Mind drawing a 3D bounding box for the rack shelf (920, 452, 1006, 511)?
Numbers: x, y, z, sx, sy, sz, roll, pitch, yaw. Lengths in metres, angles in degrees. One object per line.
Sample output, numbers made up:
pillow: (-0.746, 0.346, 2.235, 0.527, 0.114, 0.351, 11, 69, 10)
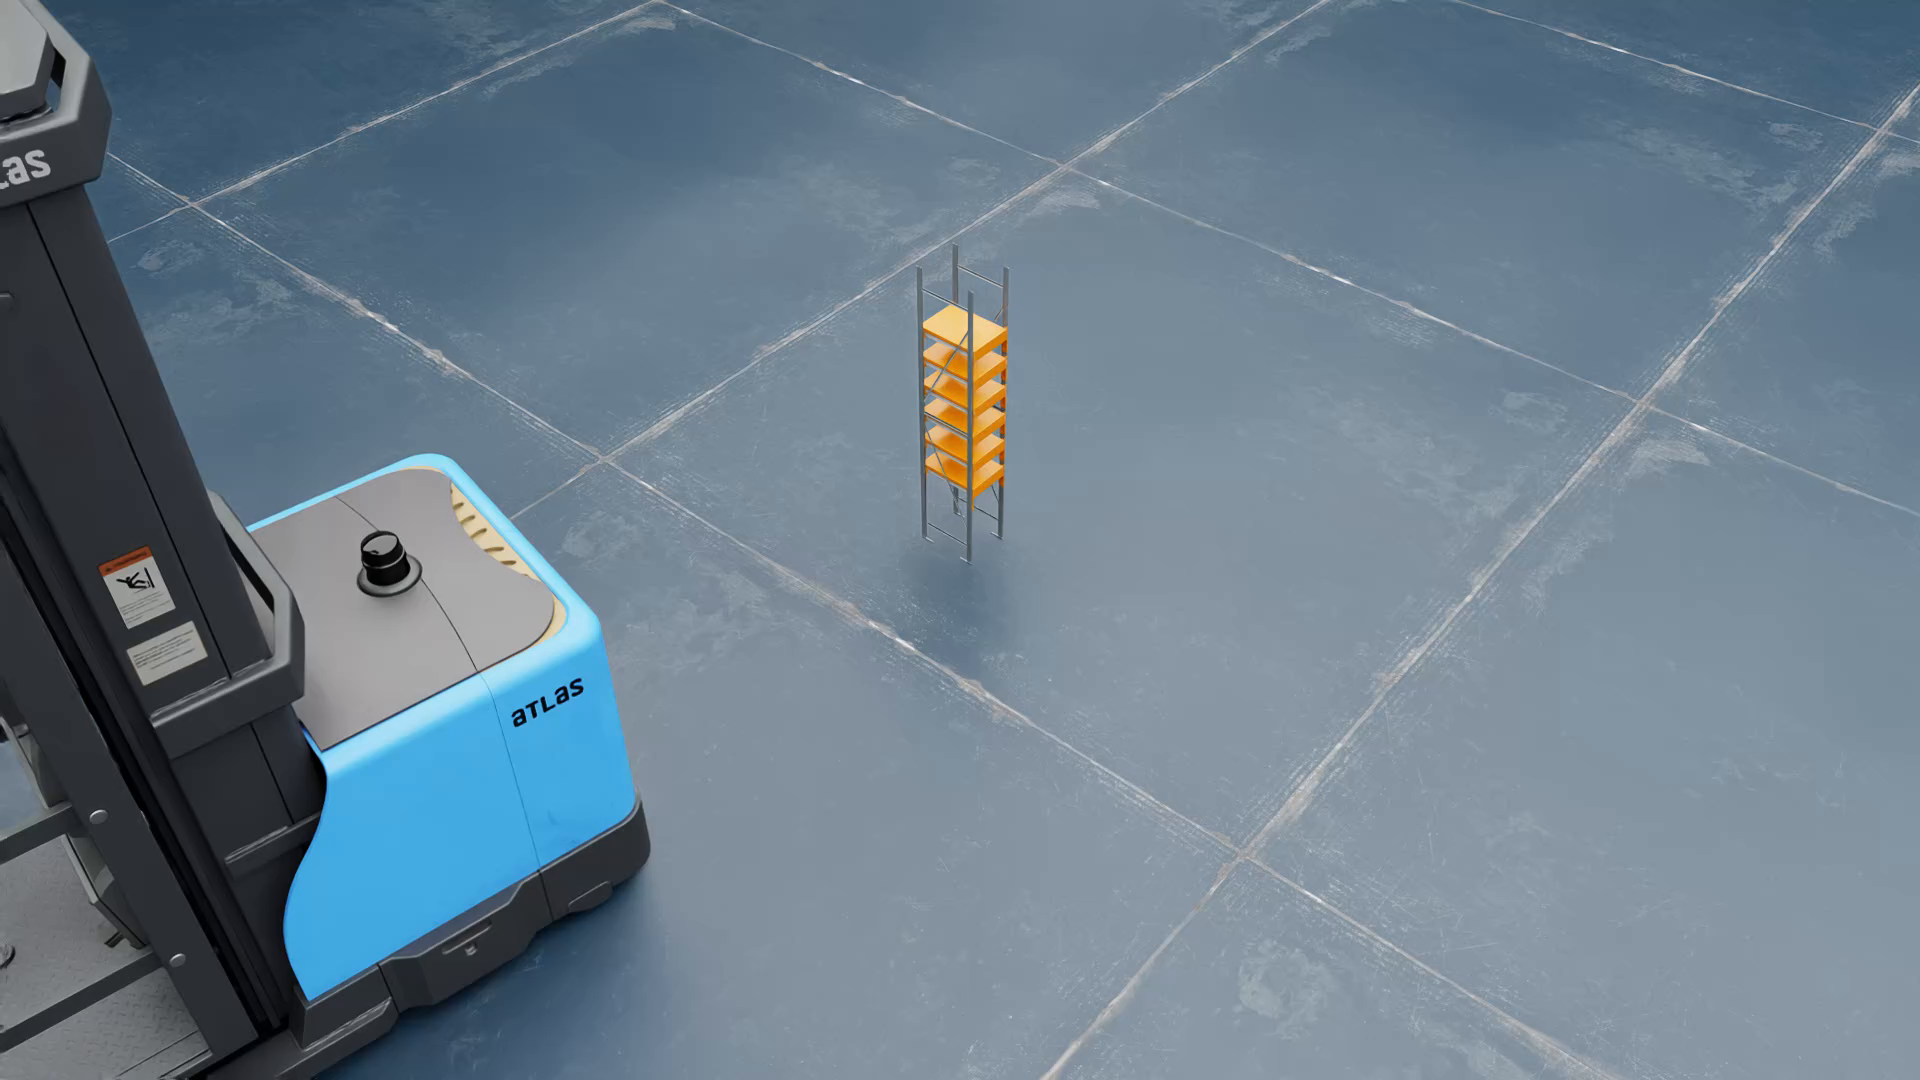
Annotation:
rack shelf: (0.009, -0.241, 6.046, 0.258, 0.103, 0.180, 29, 50, 28)

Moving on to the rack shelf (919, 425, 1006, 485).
rack shelf: (0.009, -0.330, 5.965, 0.258, 0.103, 0.180, 29, 50, 28)

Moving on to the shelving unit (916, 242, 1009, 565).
shelving unit: (0.009, -0.451, 5.855, 0.258, 1.200, 0.189, 29, 50, 28)

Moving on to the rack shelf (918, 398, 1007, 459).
rack shelf: (0.009, -0.419, 5.884, 0.258, 0.103, 0.180, 29, 50, 28)

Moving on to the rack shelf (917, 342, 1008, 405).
rack shelf: (0.009, -0.596, 5.723, 0.258, 0.103, 0.180, 29, 50, 28)

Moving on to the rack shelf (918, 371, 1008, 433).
rack shelf: (0.009, -0.507, 5.804, 0.258, 0.103, 0.180, 29, 50, 28)

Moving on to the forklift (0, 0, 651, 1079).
forklift: (-2.411, 0.302, 3.739, 3.031, 2.935, 1.130, -29, 49, -28)

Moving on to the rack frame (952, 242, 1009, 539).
rack frame: (0.068, -0.498, 5.906, 0.240, 1.200, 0.006, 29, 50, 28)

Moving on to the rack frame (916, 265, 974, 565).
rack frame: (-0.050, -0.404, 5.803, 0.240, 1.200, 0.006, 29, 50, 28)

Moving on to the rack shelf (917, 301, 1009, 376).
rack shelf: (0.009, -0.685, 5.642, 0.258, 0.103, 0.180, 29, 50, 28)
